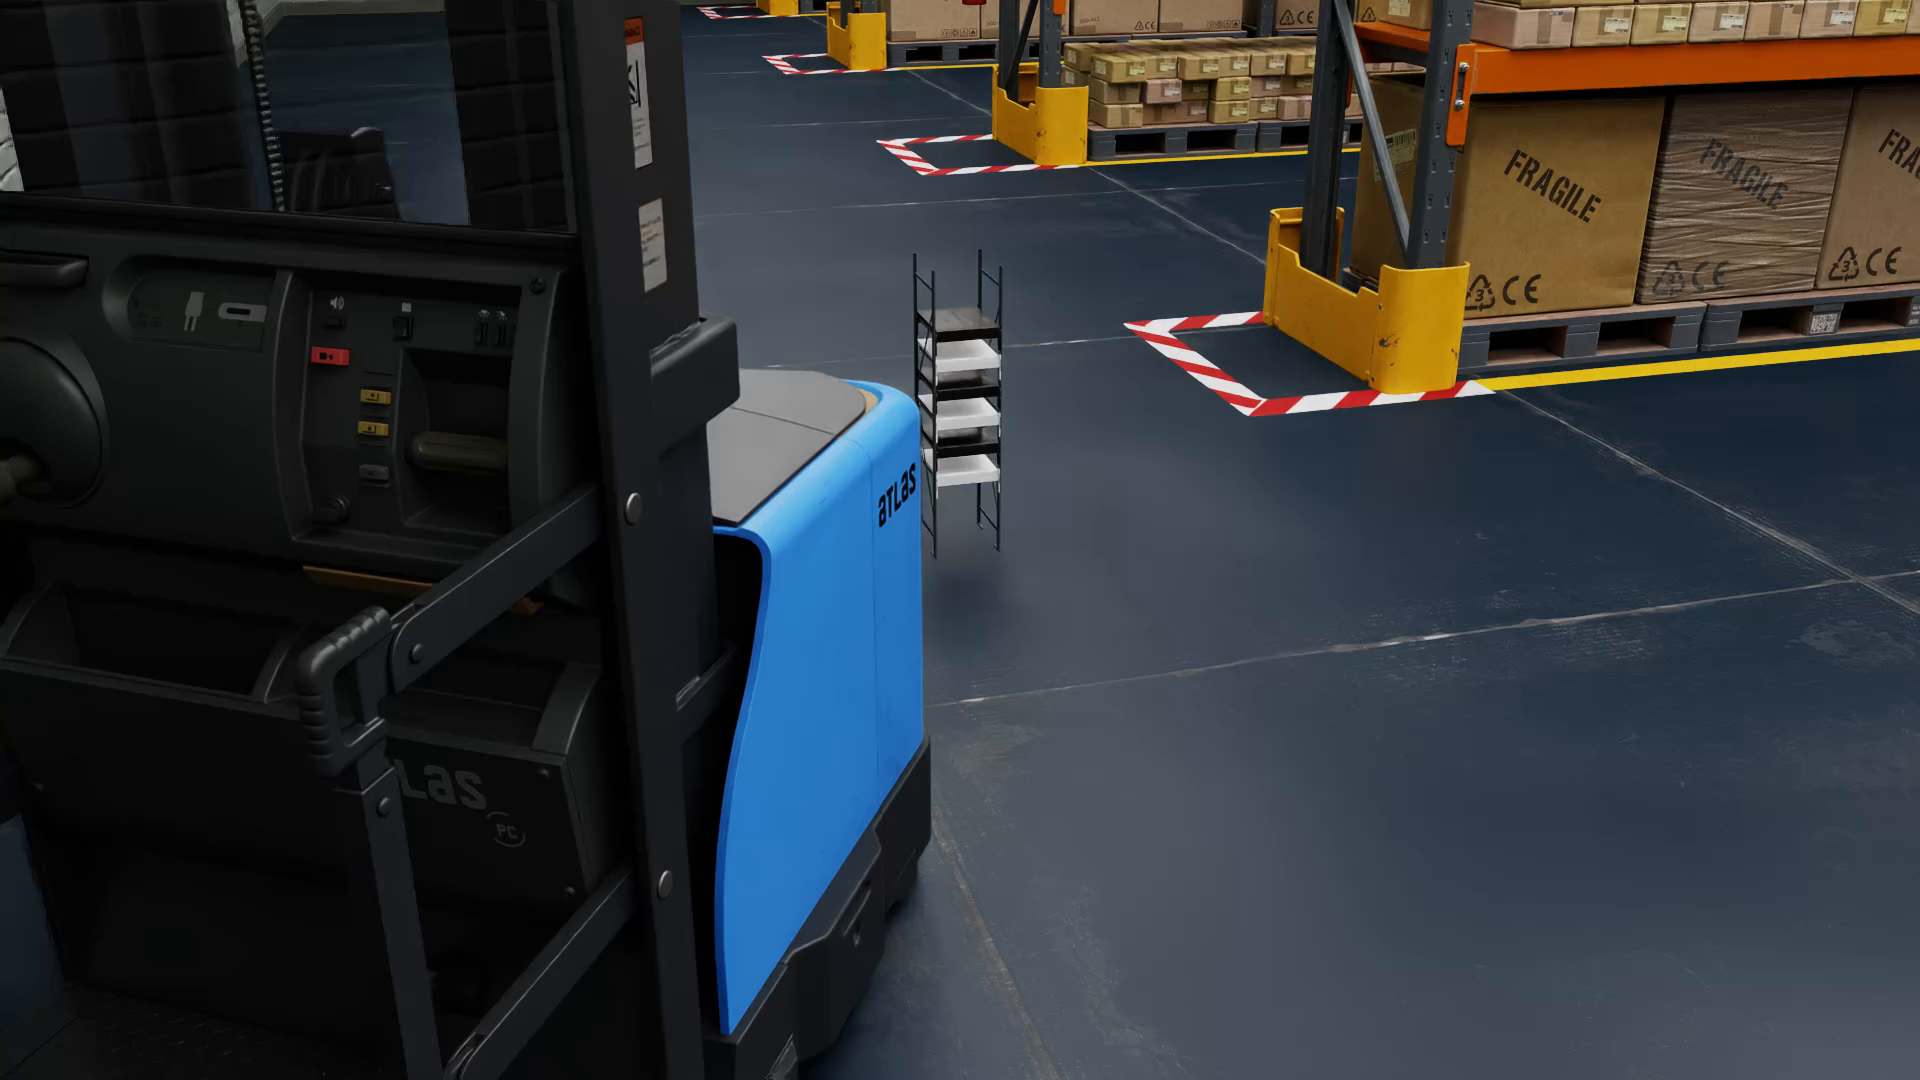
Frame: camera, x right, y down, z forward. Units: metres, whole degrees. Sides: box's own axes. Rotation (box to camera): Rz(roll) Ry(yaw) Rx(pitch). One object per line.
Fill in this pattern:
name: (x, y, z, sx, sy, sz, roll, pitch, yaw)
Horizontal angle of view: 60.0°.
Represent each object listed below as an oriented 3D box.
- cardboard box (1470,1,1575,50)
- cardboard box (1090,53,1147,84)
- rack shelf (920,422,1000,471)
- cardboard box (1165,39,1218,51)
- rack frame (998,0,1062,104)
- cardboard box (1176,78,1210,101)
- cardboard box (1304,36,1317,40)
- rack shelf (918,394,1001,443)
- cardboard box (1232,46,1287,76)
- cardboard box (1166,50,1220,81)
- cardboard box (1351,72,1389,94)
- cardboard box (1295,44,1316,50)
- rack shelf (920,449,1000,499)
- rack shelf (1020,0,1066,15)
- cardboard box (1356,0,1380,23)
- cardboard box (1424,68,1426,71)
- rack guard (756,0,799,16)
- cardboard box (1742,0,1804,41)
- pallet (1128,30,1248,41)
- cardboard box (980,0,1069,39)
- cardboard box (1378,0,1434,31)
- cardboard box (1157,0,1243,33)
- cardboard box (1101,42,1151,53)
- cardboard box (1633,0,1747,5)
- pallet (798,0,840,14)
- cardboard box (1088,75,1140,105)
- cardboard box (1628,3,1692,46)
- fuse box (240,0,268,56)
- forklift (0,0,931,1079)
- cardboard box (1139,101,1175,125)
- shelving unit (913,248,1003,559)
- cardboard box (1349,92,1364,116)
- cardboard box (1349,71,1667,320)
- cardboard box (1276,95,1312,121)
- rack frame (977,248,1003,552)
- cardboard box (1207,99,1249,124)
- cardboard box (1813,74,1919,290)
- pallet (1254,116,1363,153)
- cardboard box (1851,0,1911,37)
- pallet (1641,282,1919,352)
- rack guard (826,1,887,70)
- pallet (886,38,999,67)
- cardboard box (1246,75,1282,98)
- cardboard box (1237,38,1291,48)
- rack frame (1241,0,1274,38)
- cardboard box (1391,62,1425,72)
cardboard box: (2.140, -1.988, 6.398, 0.250, 0.149, 0.380, -6, 24, -14)
cardboard box: (1.063, -3.168, 11.157, 0.250, 0.149, 0.380, -7, 24, -17)
rack shelf: (-0.008, -0.299, 5.119, 0.200, 0.077, 0.258, -6, 24, -14)
cardboard box: (1.647, -3.478, 11.880, 0.250, 0.149, 0.380, -7, 24, -16)
rack frame: (0.466, -4.085, 10.966, 0.127, 3.000, 1.000, -6, 24, -14)
cardboard box: (1.531, -3.130, 11.446, 0.250, 0.149, 0.380, -6, 24, -14)
cardboard box: (2.667, -3.564, 12.080, 0.250, 0.149, 0.380, -7, 24, -17)
rack shelf: (-0.008, -0.382, 5.084, 0.200, 0.077, 0.258, -6, 24, -14)
cardboard box: (2.059, -3.305, 11.477, 0.250, 0.149, 0.380, -5, 24, -12)
cardboard box: (1.573, -3.221, 11.281, 0.250, 0.149, 0.380, -6, 24, -15)
cardboard box: (2.818, -3.262, 11.755, 0.250, 0.149, 0.380, -7, 24, -17)
cardboard box: (2.541, -3.379, 11.649, 0.250, 0.149, 0.380, -6, 24, -14)
rack shelf: (-0.008, -0.217, 5.155, 0.200, 0.077, 0.258, -6, 24, -14)
rack shelf: (2.392, -3.967, 11.604, 4.000, 0.370, 1.077, -6, 24, -14)
cardboard box: (4.326, -5.792, 17.105, 0.875, 0.875, 0.875, -6, 24, -13)
cardboard box: (3.322, -3.318, 11.884, 0.250, 0.149, 0.380, -6, 24, -14)
rack guard: (-2.239, -6.697, 20.223, 0.348, 0.500, 1.175, -6, 24, -14)
cardboard box: (3.129, -2.098, 6.654, 0.250, 0.149, 0.380, -7, 24, -15)
pallet: (2.130, -5.047, 16.744, 1.213, 0.211, 1.003, -6, 24, -14)
cardboard box: (0.519, -5.178, 16.230, 0.875, 0.438, 0.875, -6, 24, -13)
cardboard box: (1.963, -2.238, 6.981, 0.250, 0.149, 0.380, -6, 24, -13)
cardboard box: (2.250, -5.369, 16.675, 0.875, 0.438, 0.875, -7, 24, -15)
cardboard box: (1.165, -3.399, 11.695, 0.250, 0.149, 0.380, -6, 24, -13)
cardboard box: (2.743, -2.265, 6.538, 0.500, 0.250, 0.500, -7, 24, -15)
pallet: (-1.472, -6.649, 20.479, 1.213, 0.211, 1.003, -6, 24, -14)
cardboard box: (1.040, -3.063, 11.289, 0.250, 0.149, 0.380, -5, 24, -12)
cardboard box: (2.633, -2.043, 6.527, 0.250, 0.149, 0.380, -7, 24, -16)
fuse box: (-6.818, -5.565, 16.049, 0.414, 1.711, 0.539, -6, 24, -14)
forklift: (-0.987, -0.165, 1.918, 1.130, 2.935, 3.031, 7, 24, 16)
cardboard box: (1.287, -2.961, 11.429, 0.250, 0.149, 0.380, -6, 24, -15)
shelving unit: (-0.008, -0.413, 5.071, 0.210, 0.900, 0.258, -6, 24, -14)
cardboard box: (2.766, -3.110, 11.777, 0.250, 0.149, 0.380, -6, 24, -13)
cardboard box: (2.304, -1.506, 7.118, 0.875, 0.875, 0.875, -6, 24, -14)
cardboard box: (2.284, -3.032, 11.596, 0.250, 0.149, 0.380, -8, 24, -17)
rack frame: (0.090, -0.424, 5.096, 0.006, 0.900, 0.240, -6, 24, -14)
cardboard box: (1.800, -2.976, 11.464, 0.250, 0.149, 0.380, -6, 24, -14)
cardboard box: (4.037, -1.698, 7.565, 0.875, 0.875, 0.875, -6, 24, -14)
pallet: (2.504, -3.013, 12.004, 1.213, 0.211, 1.003, -6, 24, -14)
cardboard box: (3.620, -2.152, 6.781, 0.250, 0.149, 0.380, -7, 24, -16)
pallet: (3.630, -1.153, 7.669, 1.213, 0.211, 1.003, -6, 24, -14)
rack guard: (-0.991, -4.802, 15.807, 0.348, 0.500, 1.175, -6, 24, -14)
pallet: (-0.219, -4.787, 16.138, 1.213, 0.211, 1.003, -6, 24, -14)
cardboard box: (2.037, -3.181, 11.564, 0.250, 0.149, 0.380, -7, 24, -17)
cardboard box: (2.174, -3.514, 11.963, 0.250, 0.149, 0.380, -7, 24, -16)
rack frame: (2.883, -6.379, 16.314, 0.127, 3.000, 1.000, -6, 24, -14)
cardboard box: (3.066, -3.397, 11.691, 0.250, 0.149, 0.380, -8, 24, -17)
